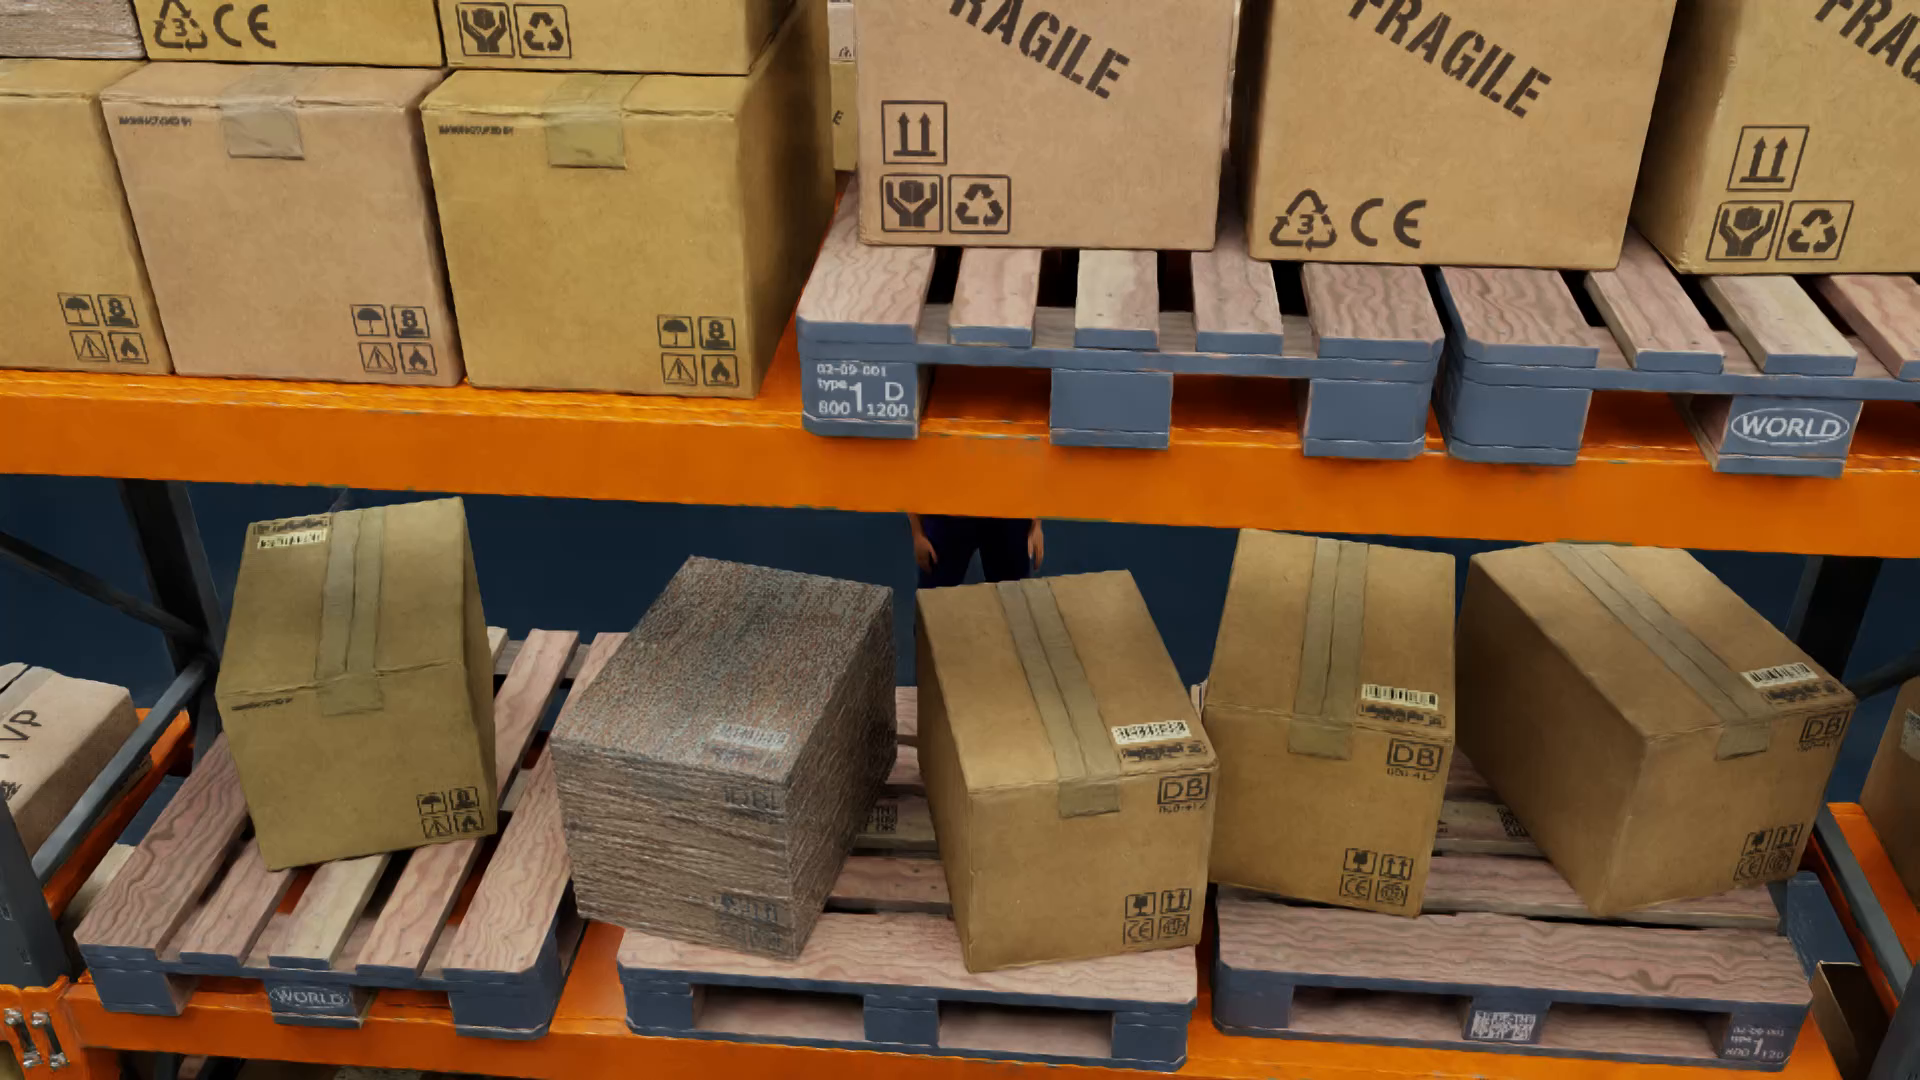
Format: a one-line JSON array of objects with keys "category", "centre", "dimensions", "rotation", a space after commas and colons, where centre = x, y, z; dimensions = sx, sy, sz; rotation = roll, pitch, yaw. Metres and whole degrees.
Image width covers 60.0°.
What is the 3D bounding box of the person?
[{"category": "person", "centre": [0.052, -0.014, 6.170], "dimensions": [0.515, 1.684, 0.399], "rotation": [-5, 32, -8]}]
